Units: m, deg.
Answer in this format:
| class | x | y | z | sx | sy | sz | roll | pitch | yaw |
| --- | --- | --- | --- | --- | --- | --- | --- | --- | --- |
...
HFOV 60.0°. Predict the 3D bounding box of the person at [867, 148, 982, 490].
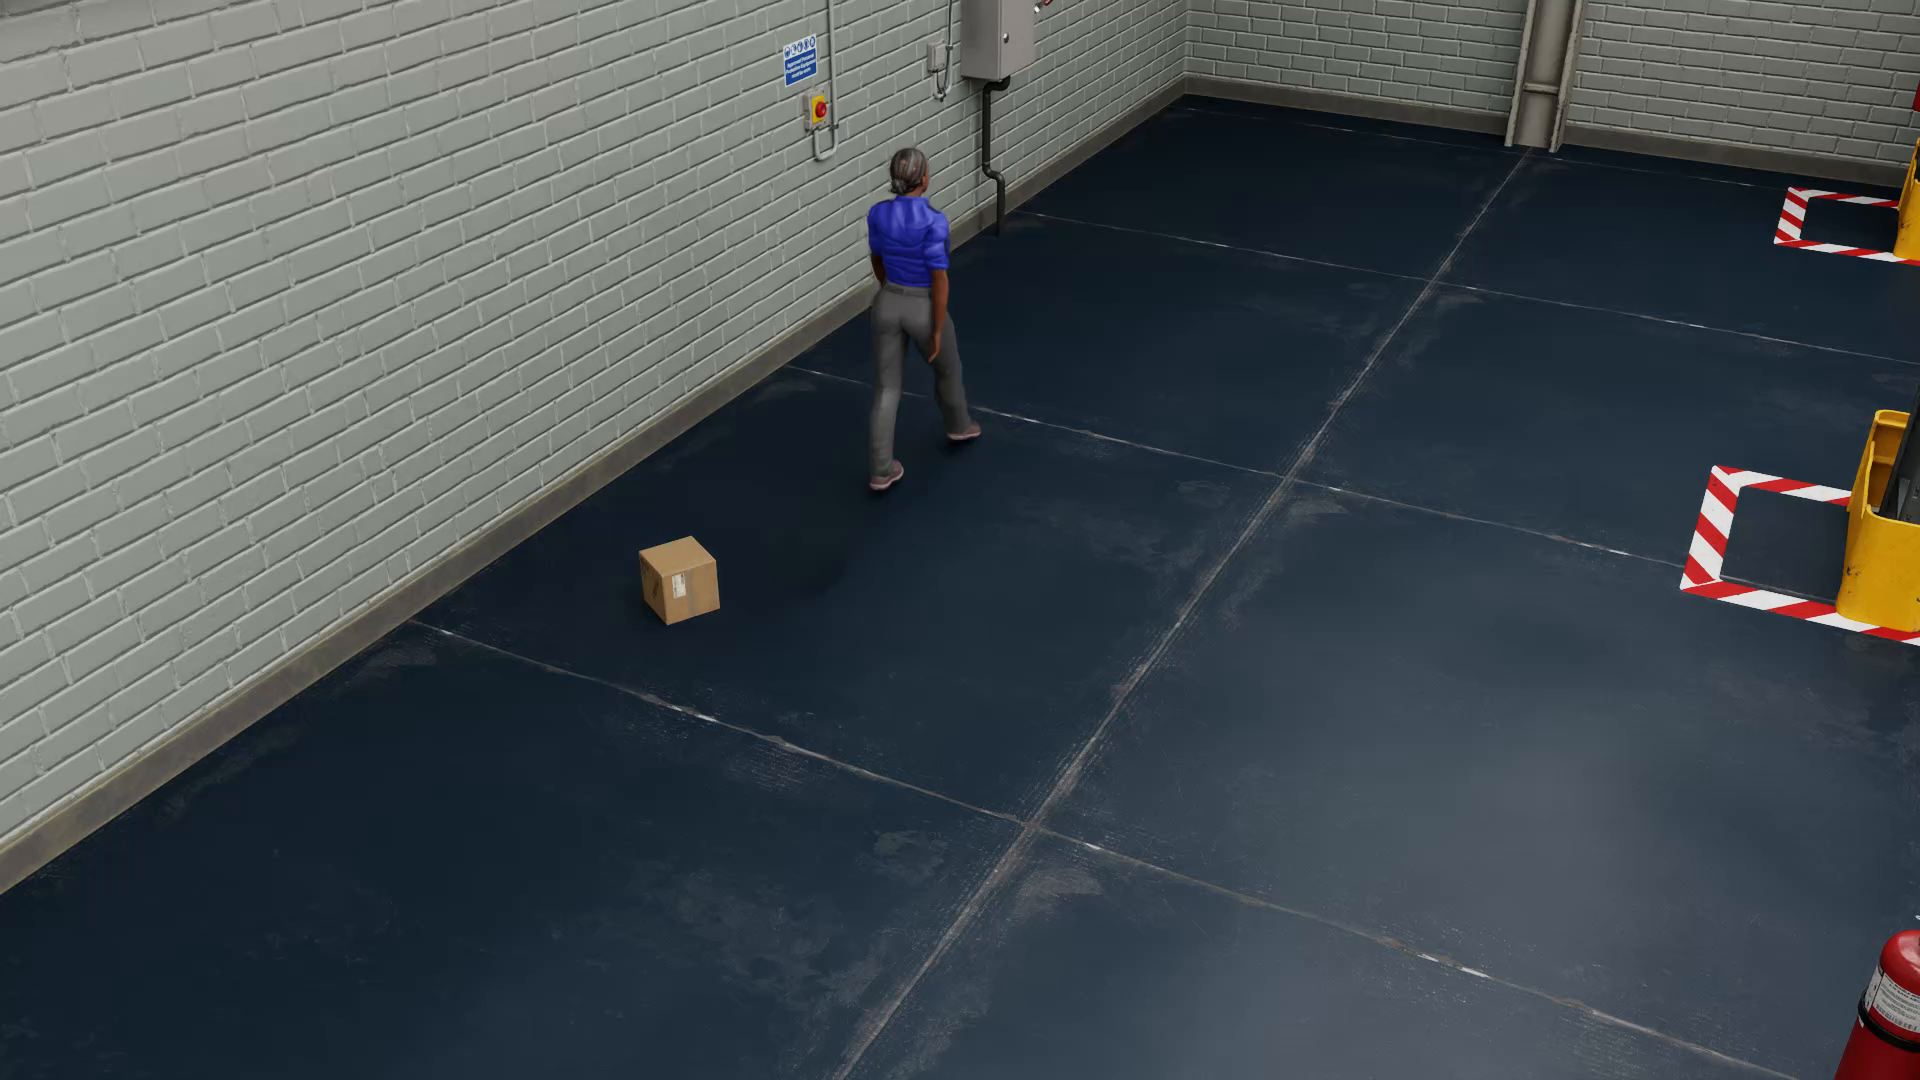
| class | x | y | z | sx | sy | sz | roll | pitch | yaw |
| --- | --- | --- | --- | --- | --- | --- | --- | --- | --- |
| person | -0.216 | -1.108 | 8.035 | 0.464 | 1.636 | 0.915 | 10 | 32 | 17 |
